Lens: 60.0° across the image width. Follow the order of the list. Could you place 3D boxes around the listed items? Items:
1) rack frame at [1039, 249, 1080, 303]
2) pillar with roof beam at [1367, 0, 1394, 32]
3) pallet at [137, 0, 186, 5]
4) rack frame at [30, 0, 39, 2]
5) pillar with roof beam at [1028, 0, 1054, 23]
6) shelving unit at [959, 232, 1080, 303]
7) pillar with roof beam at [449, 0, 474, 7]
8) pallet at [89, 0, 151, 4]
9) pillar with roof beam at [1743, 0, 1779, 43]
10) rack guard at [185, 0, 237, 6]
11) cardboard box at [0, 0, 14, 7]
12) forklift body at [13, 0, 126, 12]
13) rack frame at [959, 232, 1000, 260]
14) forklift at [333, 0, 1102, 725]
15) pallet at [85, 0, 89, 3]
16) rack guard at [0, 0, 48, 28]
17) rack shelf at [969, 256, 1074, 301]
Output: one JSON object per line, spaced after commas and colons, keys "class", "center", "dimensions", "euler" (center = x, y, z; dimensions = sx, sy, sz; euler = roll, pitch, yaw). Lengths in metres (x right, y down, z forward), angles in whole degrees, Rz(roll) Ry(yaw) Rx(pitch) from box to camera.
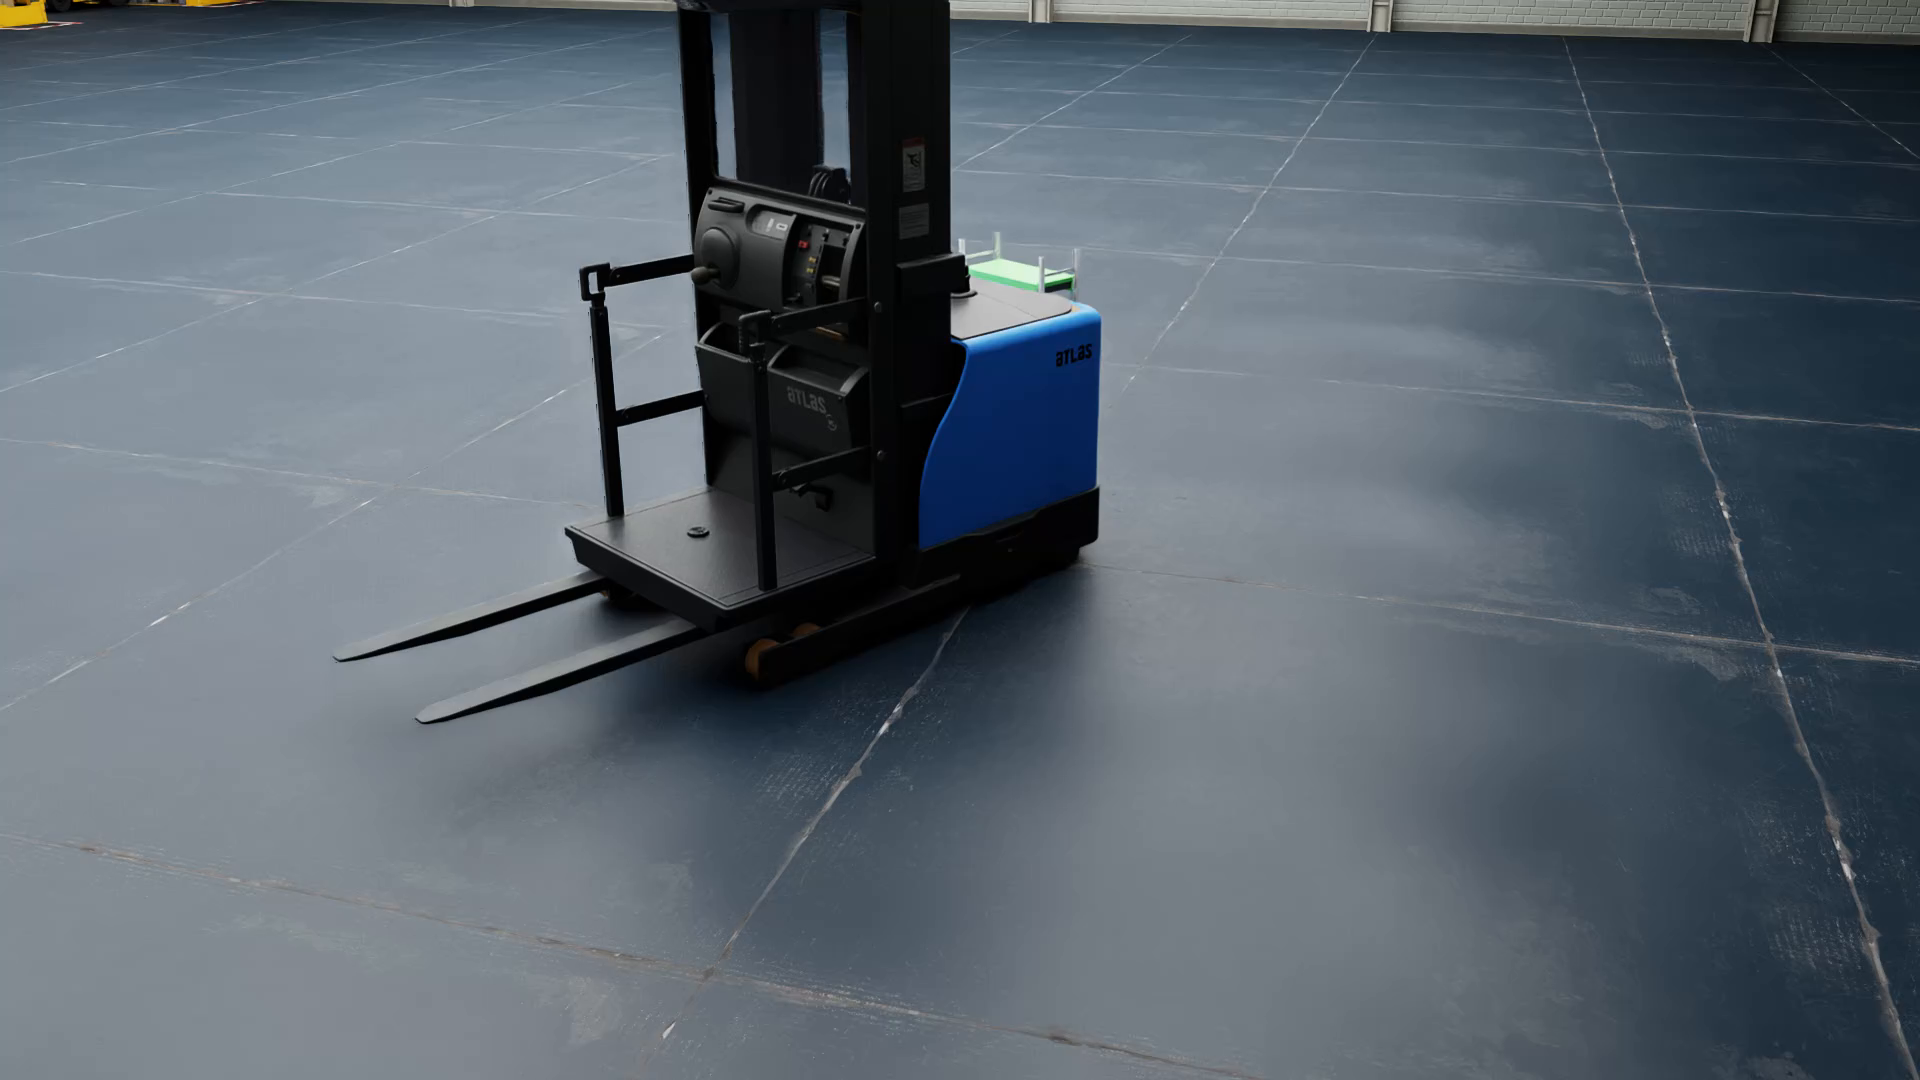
{"class": "rack frame", "center": [0.426, -0.668, 7.318], "dimensions": [0.240, 1.200, 0.015], "euler": [-20, 30, -40]}
{"class": "pillar with roof beam", "center": [5.976, -11.366, 23.123], "dimensions": [0.400, 9.000, 9.100], "euler": [7, 23, 16]}
{"class": "pallet", "center": [-16.095, -11.161, 34.200], "dimensions": [1.213, 0.211, 1.003], "euler": [7, 23, 16]}
{"class": "rack frame", "center": [-16.781, -10.578, 29.106], "dimensions": [0.127, 3.000, 1.000], "euler": [7, 23, 16]}
{"class": "pillar with roof beam", "center": [0.232, -12.024, 24.726], "dimensions": [0.400, 9.000, 9.100], "euler": [7, 23, 16]}
{"class": "shelving unit", "center": [0.257, -0.735, 7.481], "dimensions": [0.258, 1.200, 0.503], "euler": [-20, 30, -40]}
{"class": "pillar with roof beam", "center": [-11.256, -13.340, 27.933], "dimensions": [0.400, 9.000, 9.100], "euler": [7, 23, 16]}
{"class": "pallet", "center": [-17.259, -11.295, 34.528], "dimensions": [1.213, 0.211, 1.003], "euler": [7, 23, 15]}
{"class": "pillar with roof beam", "center": [11.721, -10.709, 21.519], "dimensions": [0.400, 9.000, 9.100], "euler": [7, 23, 16]}
{"class": "rack guard", "center": [-15.328, -11.223, 33.972], "dimensions": [0.348, 0.500, 1.175], "euler": [7, 23, 16]}
{"class": "cardboard box", "center": [-17.473, -9.689, 30.009], "dimensions": [0.500, 0.250, 0.500], "euler": [6, 23, 15]}
{"class": "forklift body", "center": [-17.693, -11.535, 32.556], "dimensions": [1.214, 2.155, 2.313], "euler": [7, 23, 16]}
{"class": "rack frame", "center": [0.088, -0.802, 7.644], "dimensions": [0.240, 1.200, 0.015], "euler": [-20, 30, -40]}
{"class": "forklift", "center": [-0.828, -1.055, 5.979], "dimensions": [3.031, 2.935, 1.130], "euler": [-20, 29, -39]}
{"class": "pallet", "center": [-18.431, -11.428, 34.852], "dimensions": [1.213, 0.211, 1.003], "euler": [7, 23, 16]}
{"class": "rack guard", "center": [-16.854, -9.430, 29.601], "dimensions": [0.348, 0.500, 1.175], "euler": [7, 23, 16]}
{"class": "rack shelf", "center": [0.257, -1.120, 7.323], "dimensions": [0.258, 0.148, 0.480], "euler": [-20, 30, -40]}
